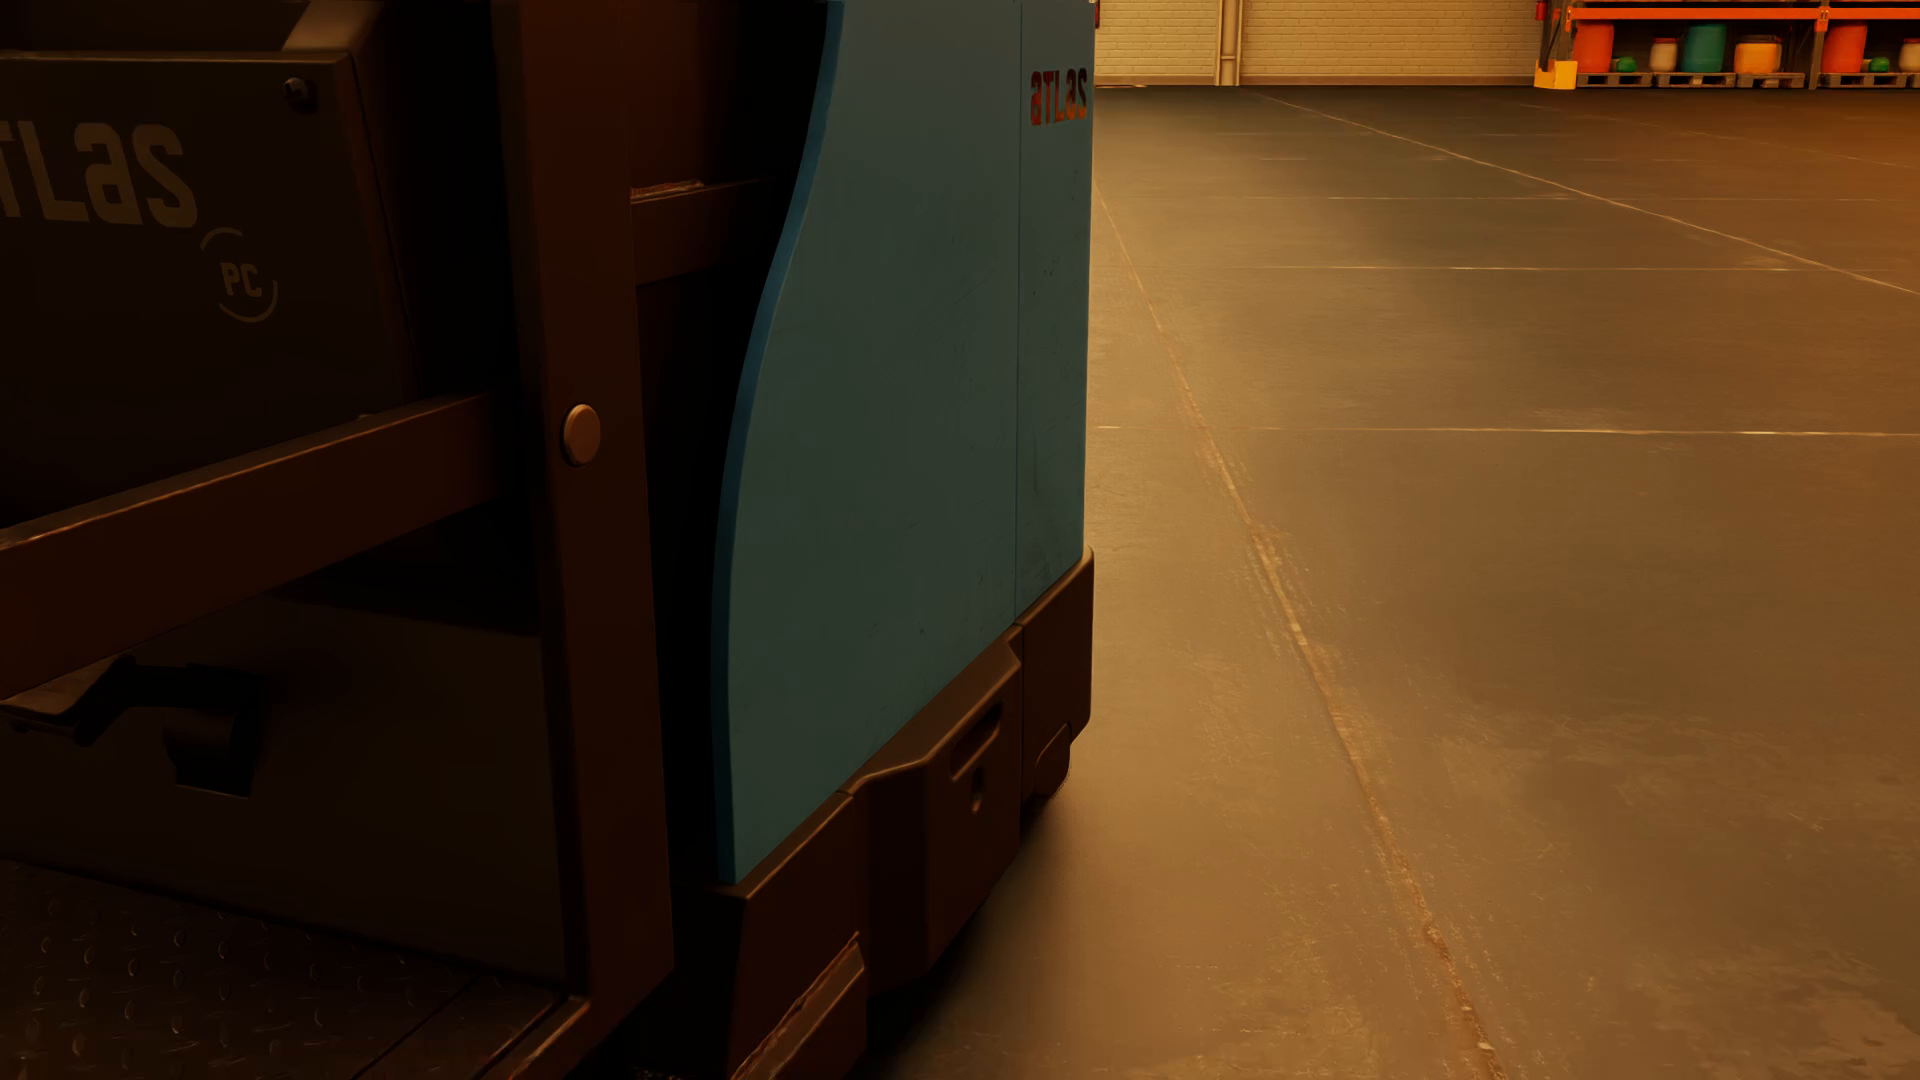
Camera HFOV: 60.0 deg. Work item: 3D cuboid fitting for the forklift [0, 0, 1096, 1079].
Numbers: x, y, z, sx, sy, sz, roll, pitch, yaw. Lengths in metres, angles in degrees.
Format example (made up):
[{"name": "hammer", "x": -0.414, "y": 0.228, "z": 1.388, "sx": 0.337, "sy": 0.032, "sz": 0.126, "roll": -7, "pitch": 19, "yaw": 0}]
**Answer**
[{"name": "forklift", "x": -0.829, "y": -0.743, "z": 0.823, "sx": 1.130, "sy": 2.935, "sz": 3.031, "roll": 7, "pitch": 18, "yaw": 20}]
